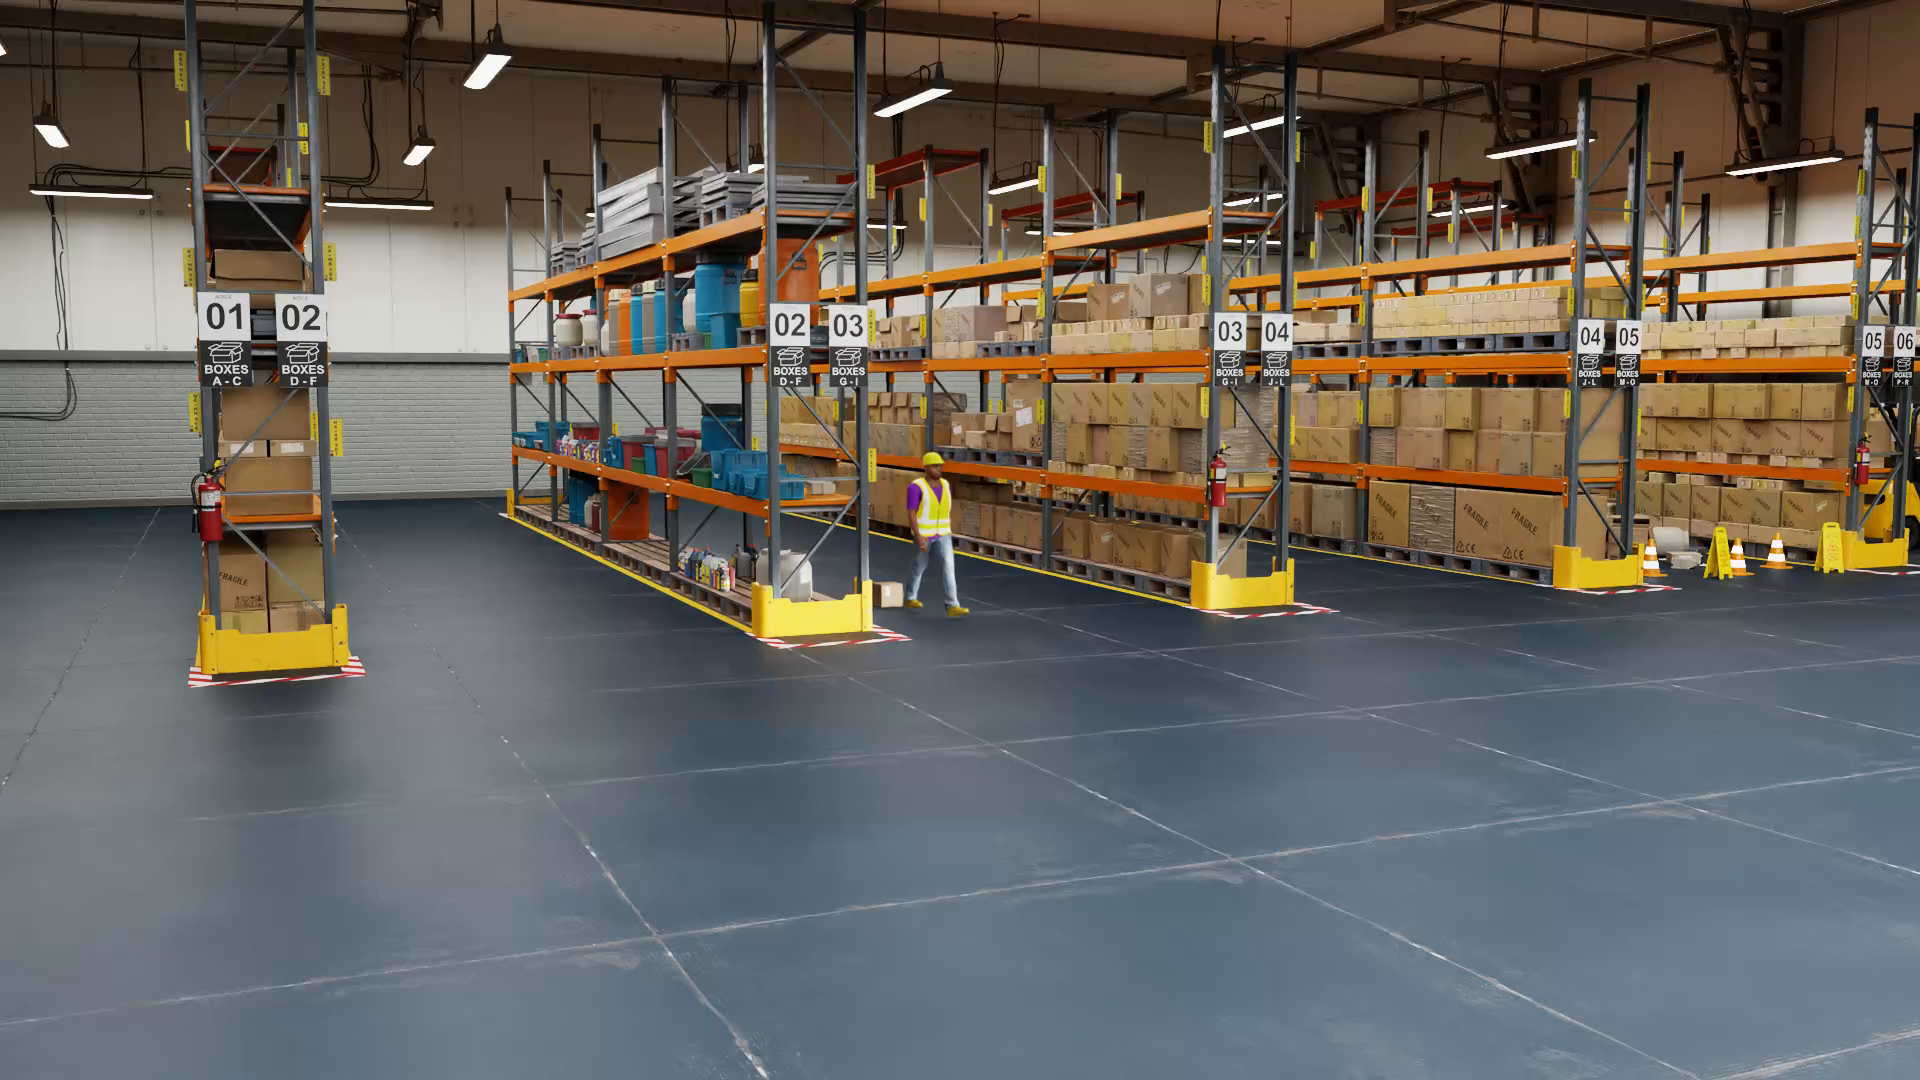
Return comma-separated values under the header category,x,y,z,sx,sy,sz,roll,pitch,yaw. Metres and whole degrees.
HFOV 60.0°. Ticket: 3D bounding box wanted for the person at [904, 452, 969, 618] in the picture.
category,x,y,z,sx,sy,sz,roll,pitch,yaw
person,-0.289,-0.063,17.377,0.567,1.707,1.086,-3,6,-26
